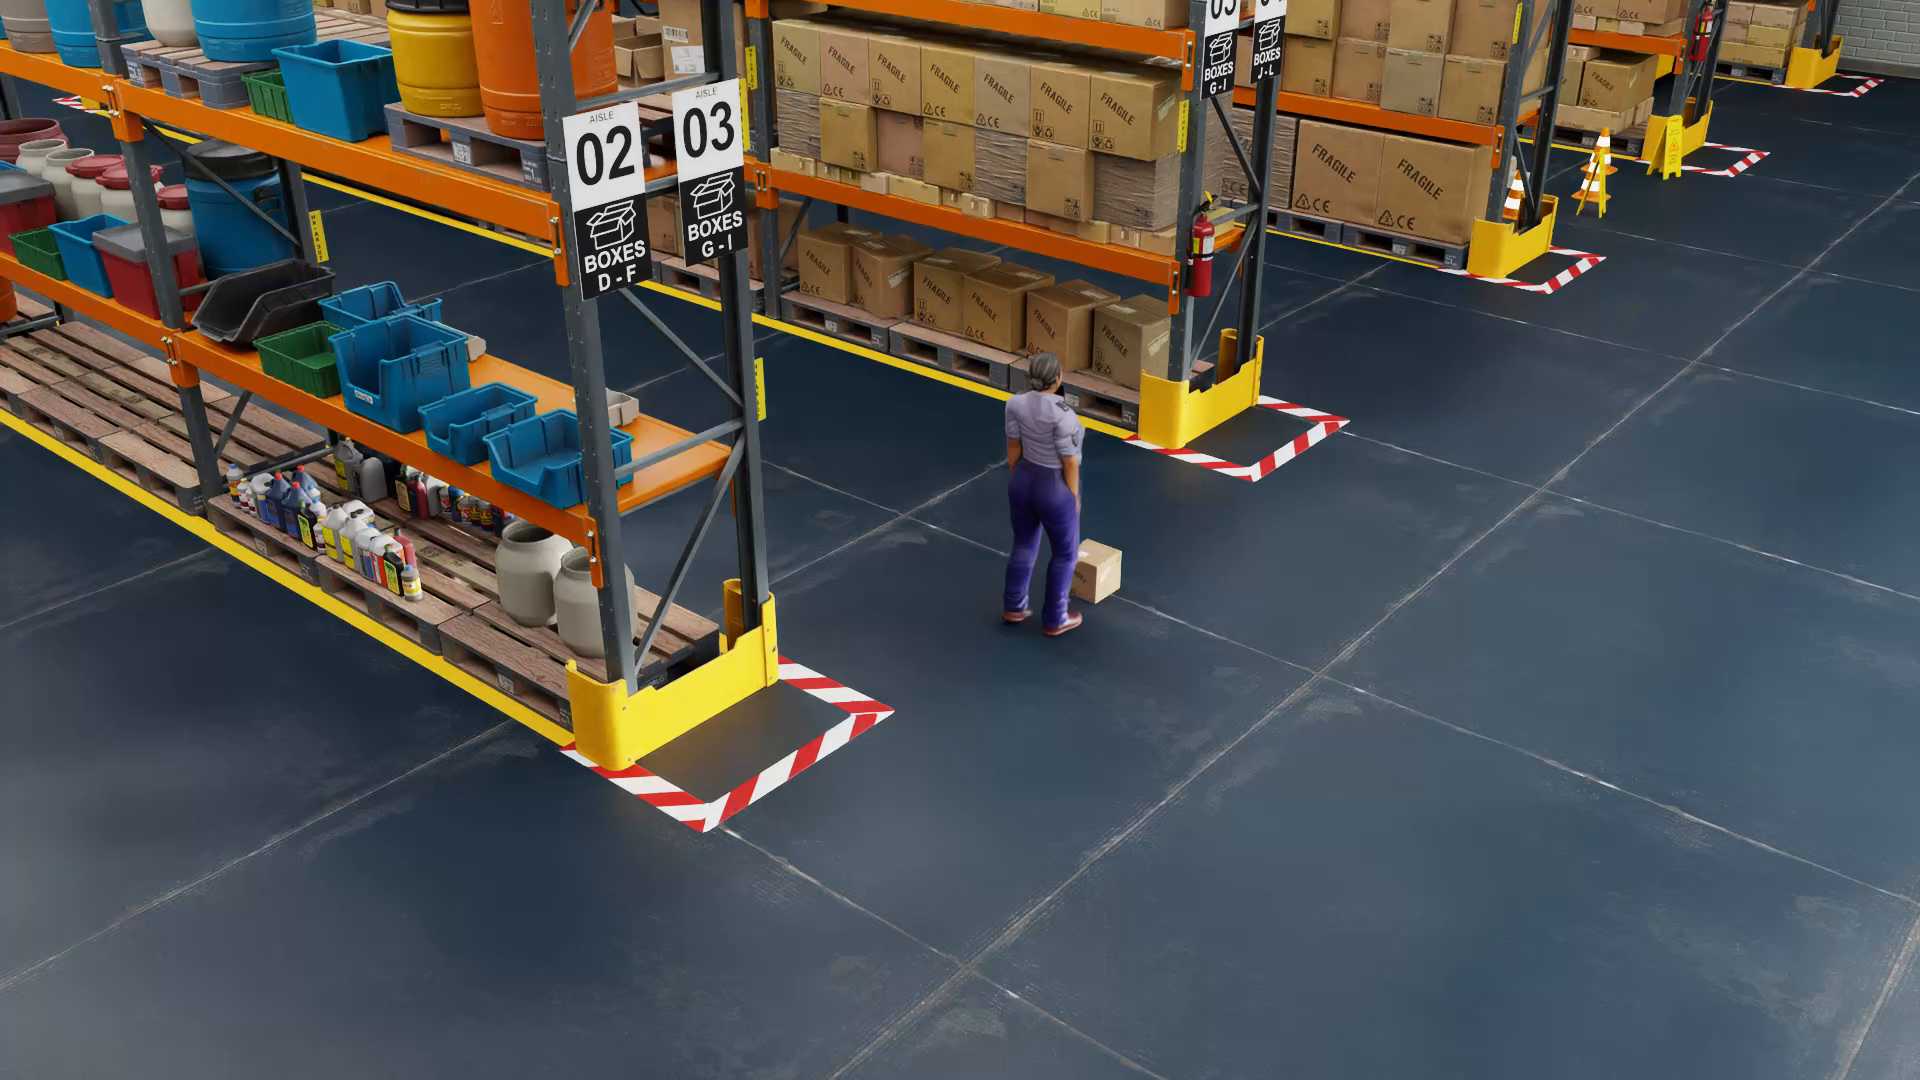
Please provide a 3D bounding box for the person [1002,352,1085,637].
[{"bbox_3d":[0.462,-0.246,9.161,0.467,1.682,0.354,22,35,35],"label":"person"}]
